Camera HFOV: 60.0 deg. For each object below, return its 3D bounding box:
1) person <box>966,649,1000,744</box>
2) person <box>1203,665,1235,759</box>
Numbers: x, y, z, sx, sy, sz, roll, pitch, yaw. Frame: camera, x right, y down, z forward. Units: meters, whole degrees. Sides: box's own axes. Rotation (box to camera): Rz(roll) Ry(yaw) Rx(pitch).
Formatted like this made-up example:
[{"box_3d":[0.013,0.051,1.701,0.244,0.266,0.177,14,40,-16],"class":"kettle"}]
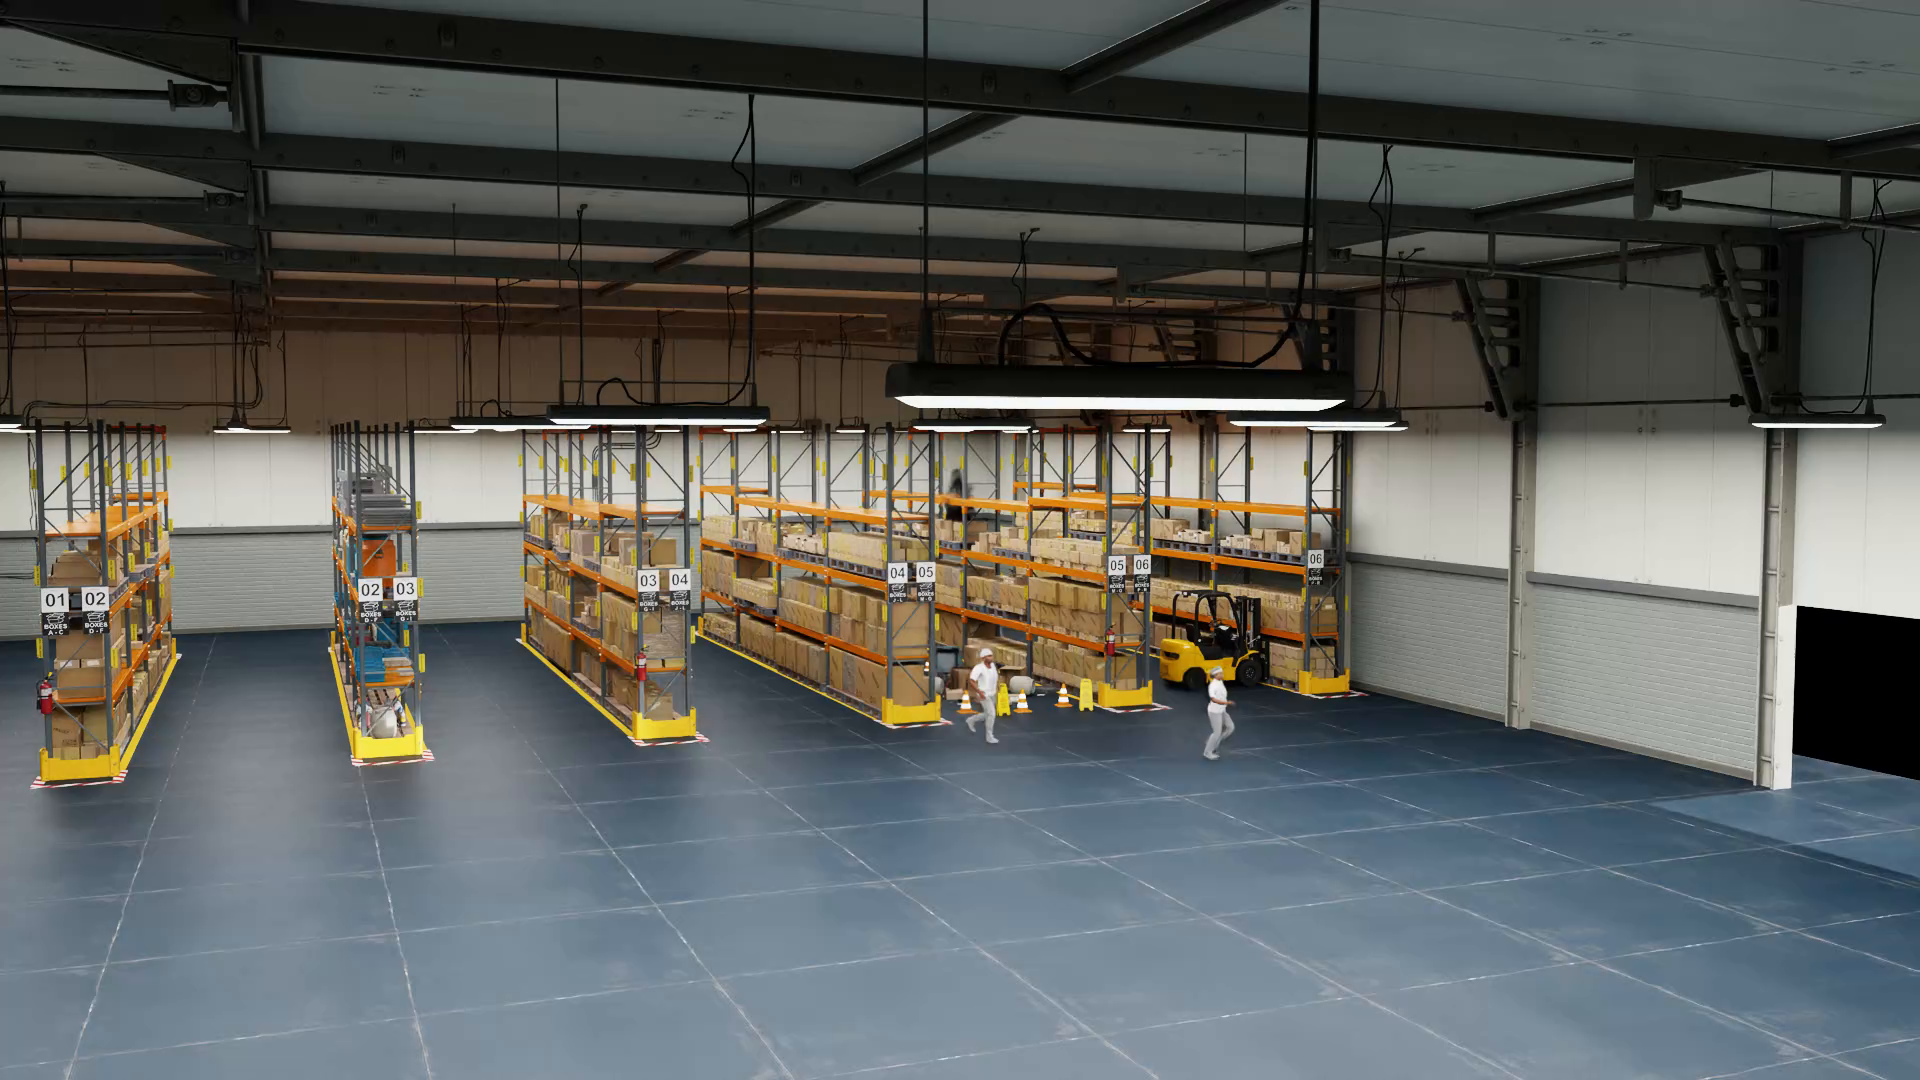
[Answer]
[{"box_3d":[0.433,2.901,31.169,0.789,1.759,0.698,3,4,36],"class":"person"},{"box_3d":[4.593,3.037,29.434,0.576,1.672,0.630,2,4,24],"class":"person"}]
